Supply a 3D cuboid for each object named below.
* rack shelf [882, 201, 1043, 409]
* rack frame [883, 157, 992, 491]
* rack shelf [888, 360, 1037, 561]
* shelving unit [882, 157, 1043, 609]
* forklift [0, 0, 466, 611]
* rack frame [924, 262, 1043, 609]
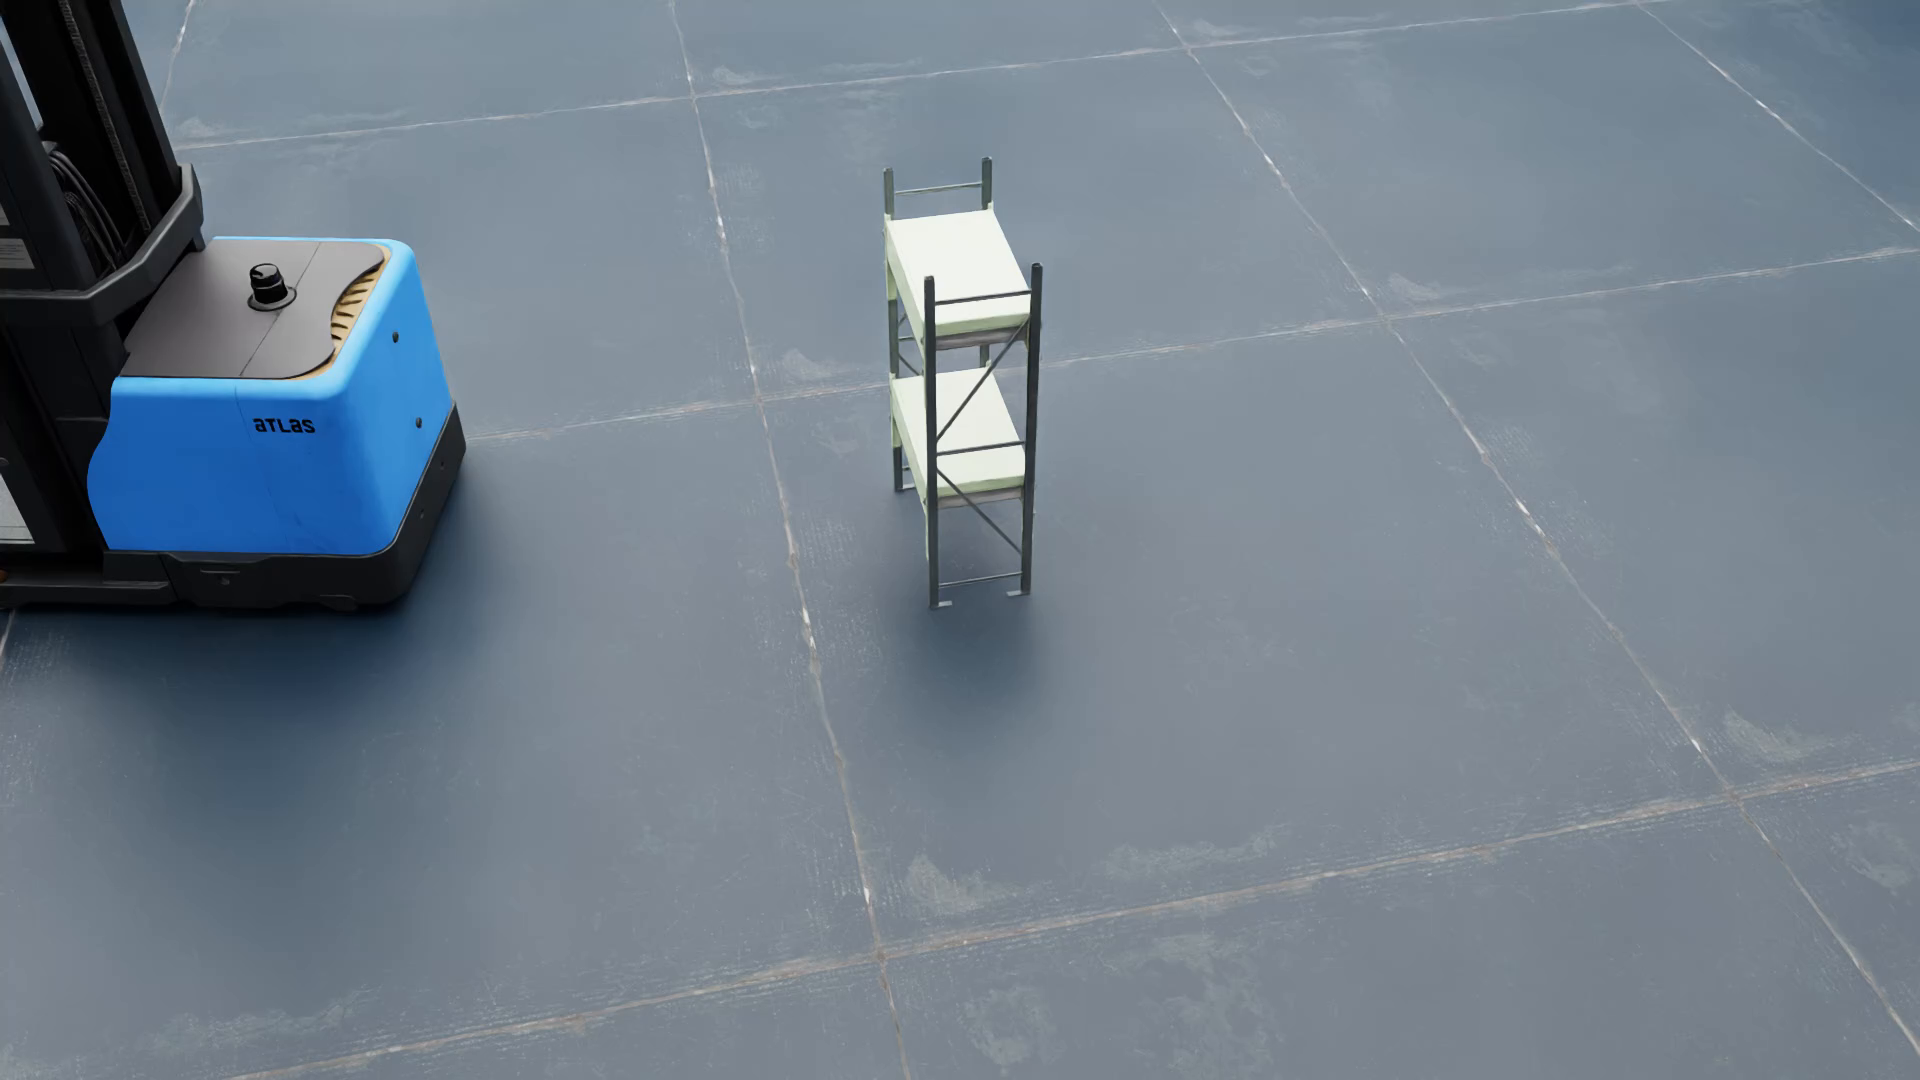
[{"bbox_3d":[-0.001,-0.857,5.998,0.431,0.370,0.720,-8,42,-9],"label":"rack shelf"},{"bbox_3d":[-0.080,-0.802,6.524,0.400,1.500,0.023,-8,42,-9],"label":"rack frame"},{"bbox_3d":[-0.001,-0.321,6.473,0.431,0.370,0.720,-8,42,-9],"label":"rack shelf"},{"bbox_3d":[-0.001,-0.565,6.257,0.431,1.500,0.755,-8,42,-9],"label":"shelving unit"},{"bbox_3d":[-3.628,-1.177,5.868,3.031,2.935,1.130,1,42,1],"label":"forklift"},{"bbox_3d":[0.078,-0.328,5.990,0.400,1.500,0.023,-8,42,-9],"label":"rack frame"}]
